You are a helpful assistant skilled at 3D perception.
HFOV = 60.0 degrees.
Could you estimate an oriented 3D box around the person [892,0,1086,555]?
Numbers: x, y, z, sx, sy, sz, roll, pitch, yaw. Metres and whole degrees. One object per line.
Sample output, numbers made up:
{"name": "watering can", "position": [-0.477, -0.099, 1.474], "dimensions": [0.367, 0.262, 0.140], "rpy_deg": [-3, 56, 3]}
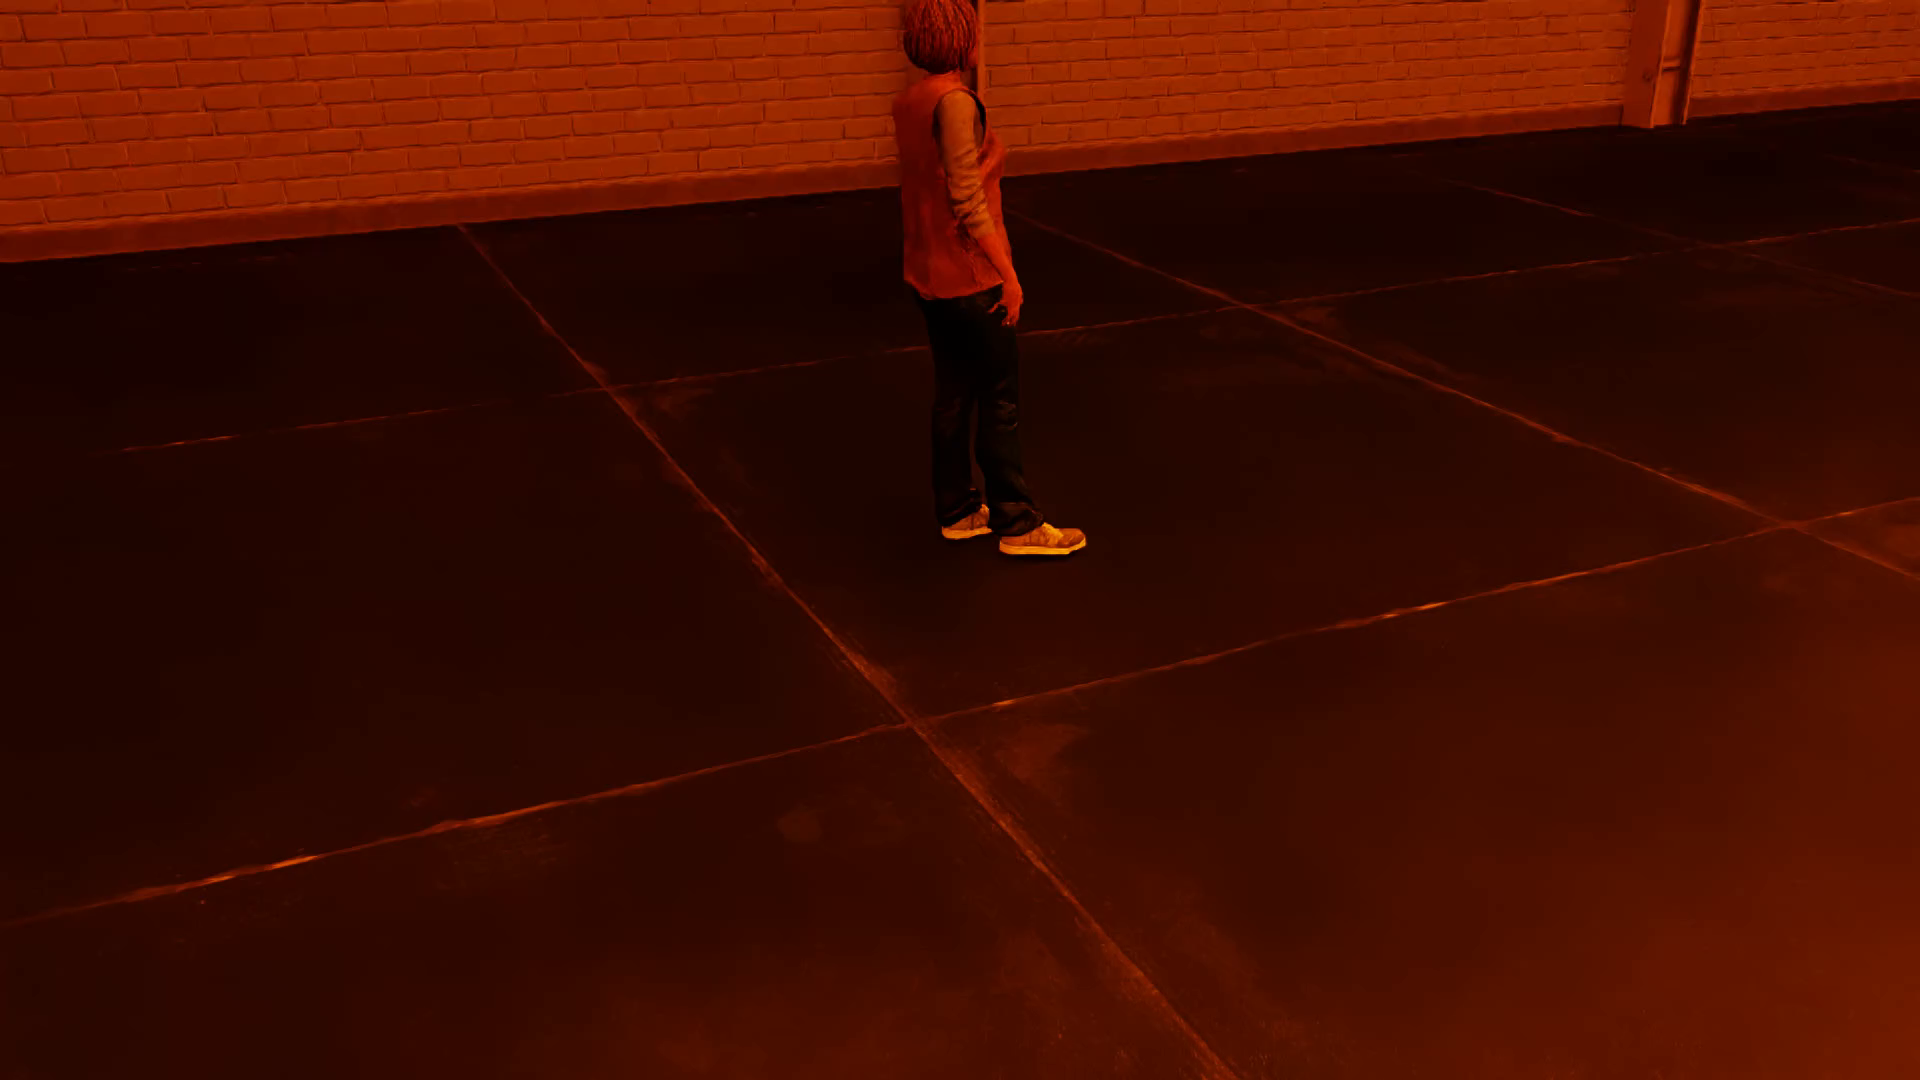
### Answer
{"name": "person", "position": [0.073, -0.751, 4.815], "dimensions": [0.474, 1.597, 0.520], "rpy_deg": [-10, 25, -23]}
